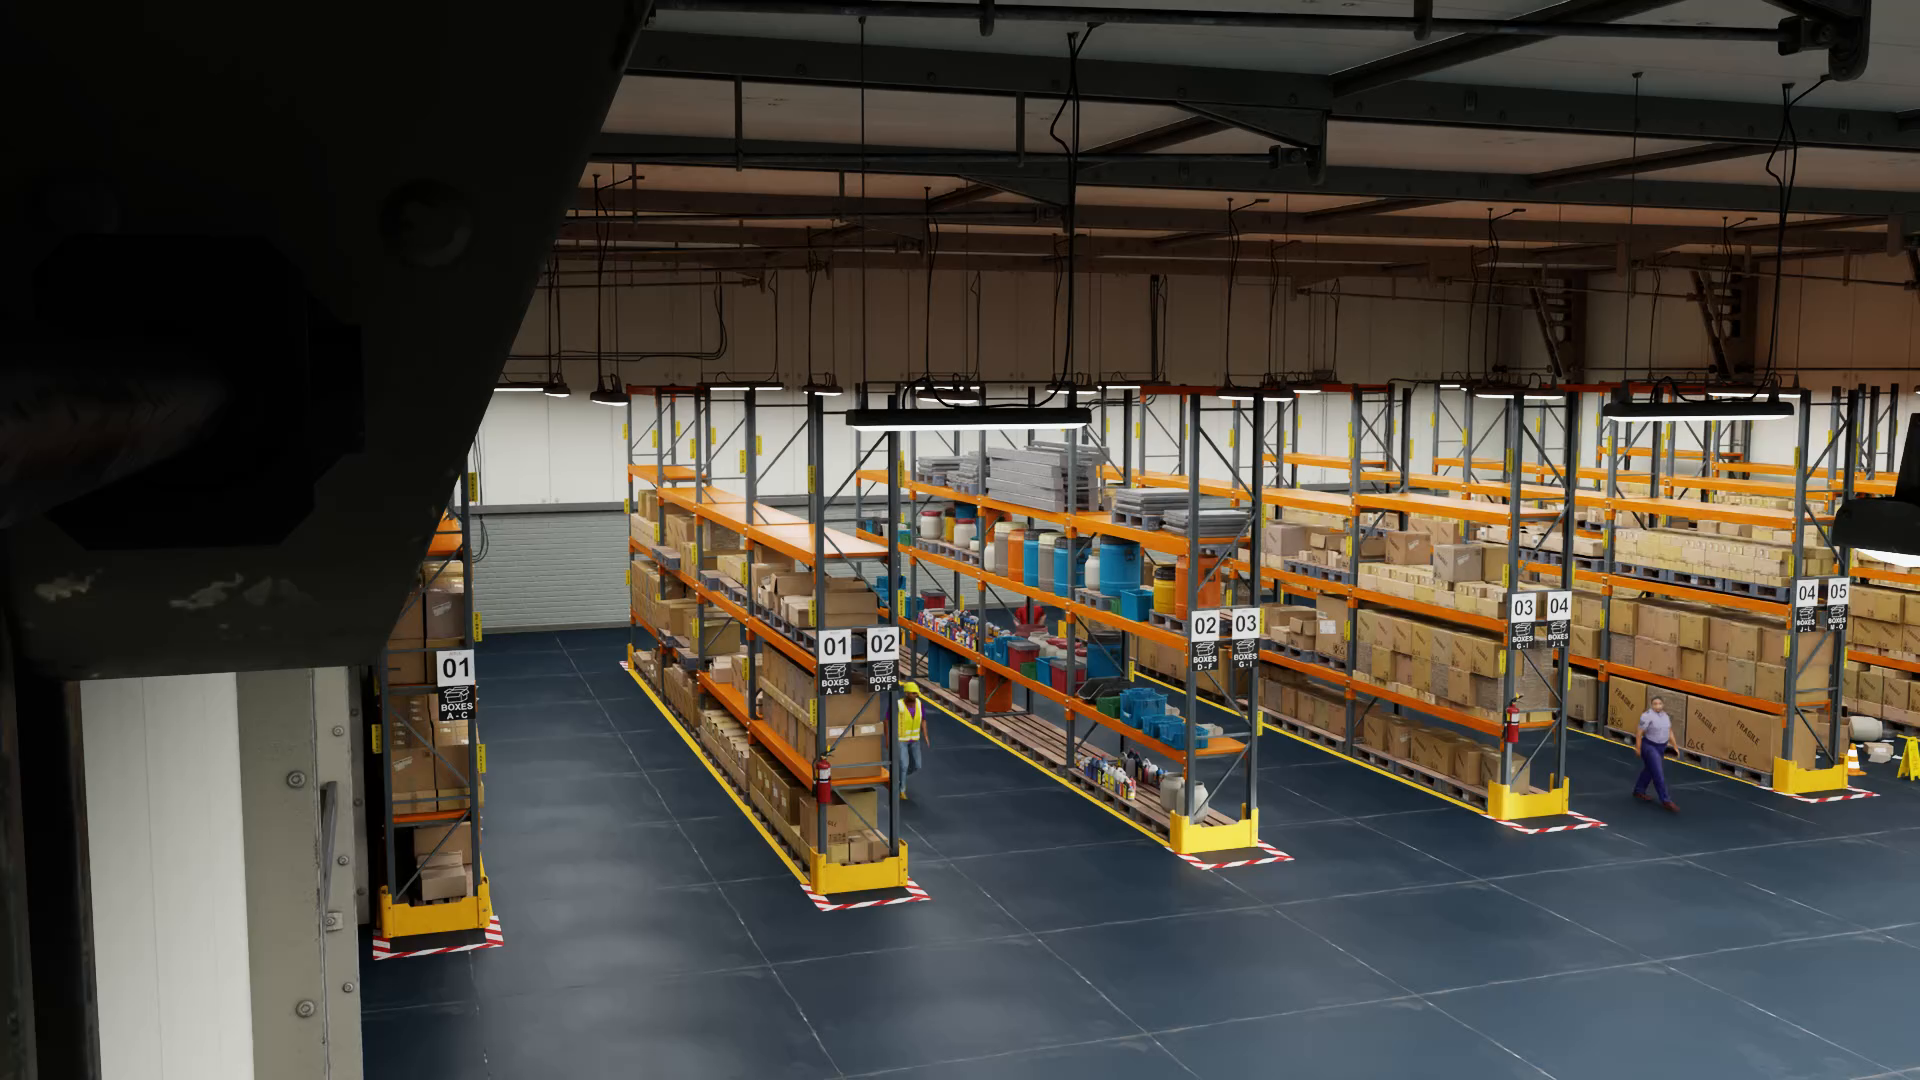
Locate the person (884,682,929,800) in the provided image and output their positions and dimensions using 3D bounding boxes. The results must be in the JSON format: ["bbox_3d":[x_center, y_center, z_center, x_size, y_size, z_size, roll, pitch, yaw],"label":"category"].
[{"bbox_3d":[-0.832,2.936,24.585,0.642,1.745,0.664,-4,7,-33],"label":"person"}]

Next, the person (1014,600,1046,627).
[{"bbox_3d":[1.455,1.946,34.638,0.709,1.642,0.731,-1,6,-11],"label":"person"}]

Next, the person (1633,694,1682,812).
[{"bbox_3d":[10.099,3.048,23.999,0.501,1.583,0.905,-3,7,-29],"label":"person"}]
